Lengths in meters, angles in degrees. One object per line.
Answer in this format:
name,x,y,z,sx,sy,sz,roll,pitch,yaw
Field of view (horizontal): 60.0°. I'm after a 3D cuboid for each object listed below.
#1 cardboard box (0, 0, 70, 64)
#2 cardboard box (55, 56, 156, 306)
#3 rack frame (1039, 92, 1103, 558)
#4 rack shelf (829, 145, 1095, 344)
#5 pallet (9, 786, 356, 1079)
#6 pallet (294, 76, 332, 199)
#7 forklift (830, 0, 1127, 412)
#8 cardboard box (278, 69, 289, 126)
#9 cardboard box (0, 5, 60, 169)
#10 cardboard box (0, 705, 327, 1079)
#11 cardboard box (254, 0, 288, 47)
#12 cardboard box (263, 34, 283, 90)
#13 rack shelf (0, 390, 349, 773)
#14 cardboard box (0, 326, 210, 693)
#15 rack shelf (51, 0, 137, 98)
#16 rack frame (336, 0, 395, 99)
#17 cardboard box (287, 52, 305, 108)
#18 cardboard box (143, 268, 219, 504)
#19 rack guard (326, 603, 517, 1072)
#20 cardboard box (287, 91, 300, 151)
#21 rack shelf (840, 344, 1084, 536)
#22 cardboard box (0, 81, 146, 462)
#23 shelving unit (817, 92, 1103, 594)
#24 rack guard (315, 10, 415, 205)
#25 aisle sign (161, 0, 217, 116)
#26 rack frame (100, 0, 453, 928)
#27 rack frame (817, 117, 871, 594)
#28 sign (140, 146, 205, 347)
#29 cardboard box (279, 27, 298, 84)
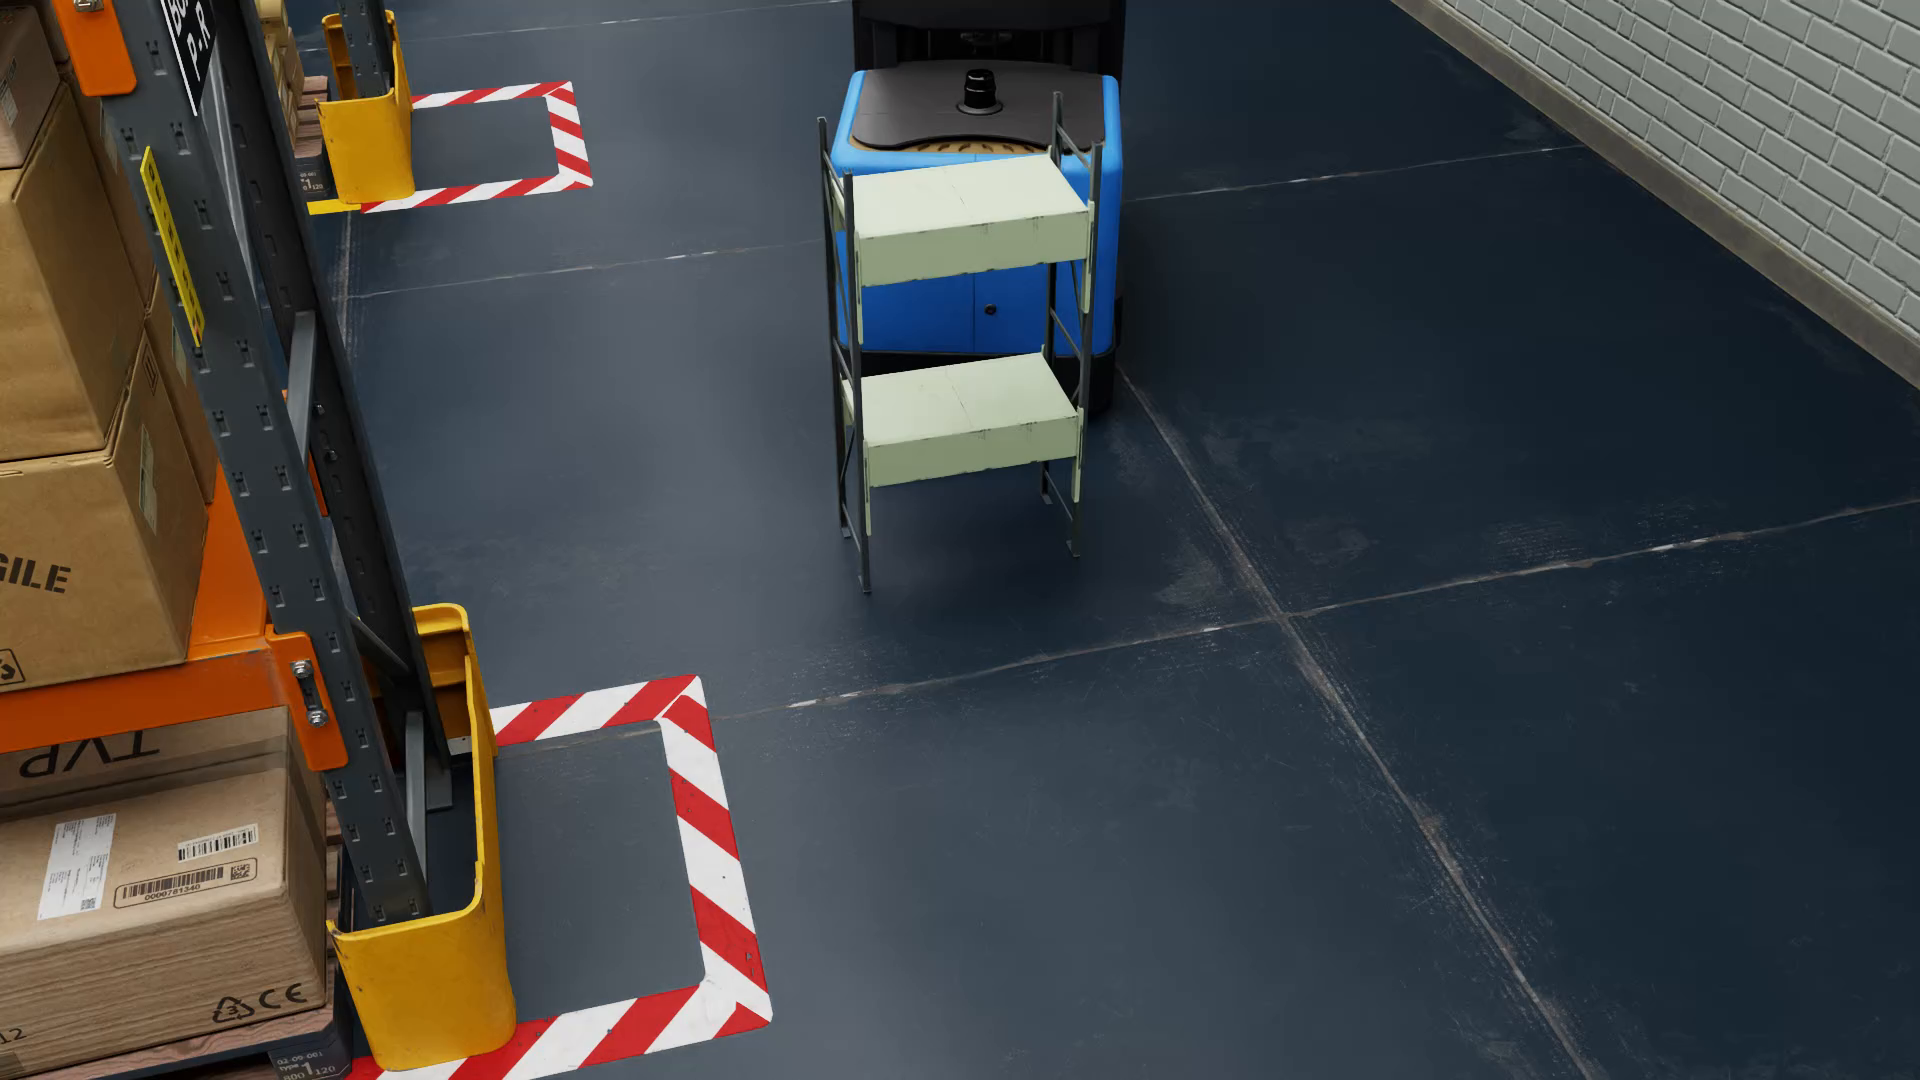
cardboard box,-1.850,-1.052,3.217,0.250,0.149,0.380,-9,38,-11
cardboard box,-1.973,-0.779,3.395,0.500,0.500,0.500,-10,39,-13
rack frame,0.347,-0.653,5.369,0.023,1.500,0.400,-9,38,-12
rack shelf,-0.006,-0.905,5.056,0.720,0.370,0.431,-9,38,-12
pallet,-2.187,1.029,4.231,1.213,0.211,1.003,-9,38,-12
pallet,-3.691,-1.911,8.075,1.213,0.211,1.003,-9,38,-12
forklift,0.129,-2.518,6.629,1.130,2.935,3.031,2,37,2
cardboard box,-3.259,-2.040,7.704,0.250,0.149,0.380,-10,39,-13
cardboard box,-1.730,-0.771,2.851,0.250,0.149,0.380,-9,38,-11
cardboard box,-2.047,0.763,4.047,0.875,0.438,0.875,-11,39,-13
cardboard box,-3.418,-2.526,8.094,0.250,0.149,0.380,-11,39,-14
cardboard box,-3.269,-2.177,7.638,0.250,0.149,0.380,-9,38,-11
rack shelf,-3.366,0.351,3.414,4.000,0.370,1.077,-9,38,-12
cardboard box,-1.832,-0.059,3.276,0.500,0.500,0.500,-9,38,-12
rack shelf,-3.366,-0.840,2.503,4.000,0.370,1.077,-9,38,-12
rack frame,-2.824,-3.139,7.384,0.127,3.000,1.000,-9,38,-12
cardboard box,-3.413,-2.278,8.260,0.250,0.149,0.380,-9,38,-11
cardboard box,-1.974,-0.383,3.700,0.500,0.500,0.500,-10,38,-12
rack guard,-1.412,0.738,4.374,0.348,0.500,1.175,-9,38,-12
cardboard box,-3.277,-1.968,7.854,0.250,0.149,0.380,-9,38,-11
rack shelf,-0.006,-0.336,5.491,0.720,0.370,0.431,-9,38,-12
cardboard box,-1.839,-0.472,2.993,0.500,0.500,0.500,-8,38,-10
shelving unit,-0.006,-0.595,5.293,0.755,1.500,0.431,-9,38,-12
rack guard,-2.897,-2.134,8.128,0.348,0.500,1.175,-9,38,-12
aisle sign,-1.285,-1.113,2.597,0.004,0.787,0.394,-9,38,-12
rack frame,-1.435,-0.251,3.610,0.127,3.000,1.000,-9,38,-12
rack frame,-0.360,-0.537,5.217,0.023,1.500,0.400,-9,38,-12
sign,-1.307,-0.485,2.767,0.005,0.325,0.100,-9,38,-12
cardboard box,-3.396,-2.359,8.121,0.250,0.149,0.380,-8,38,-10
